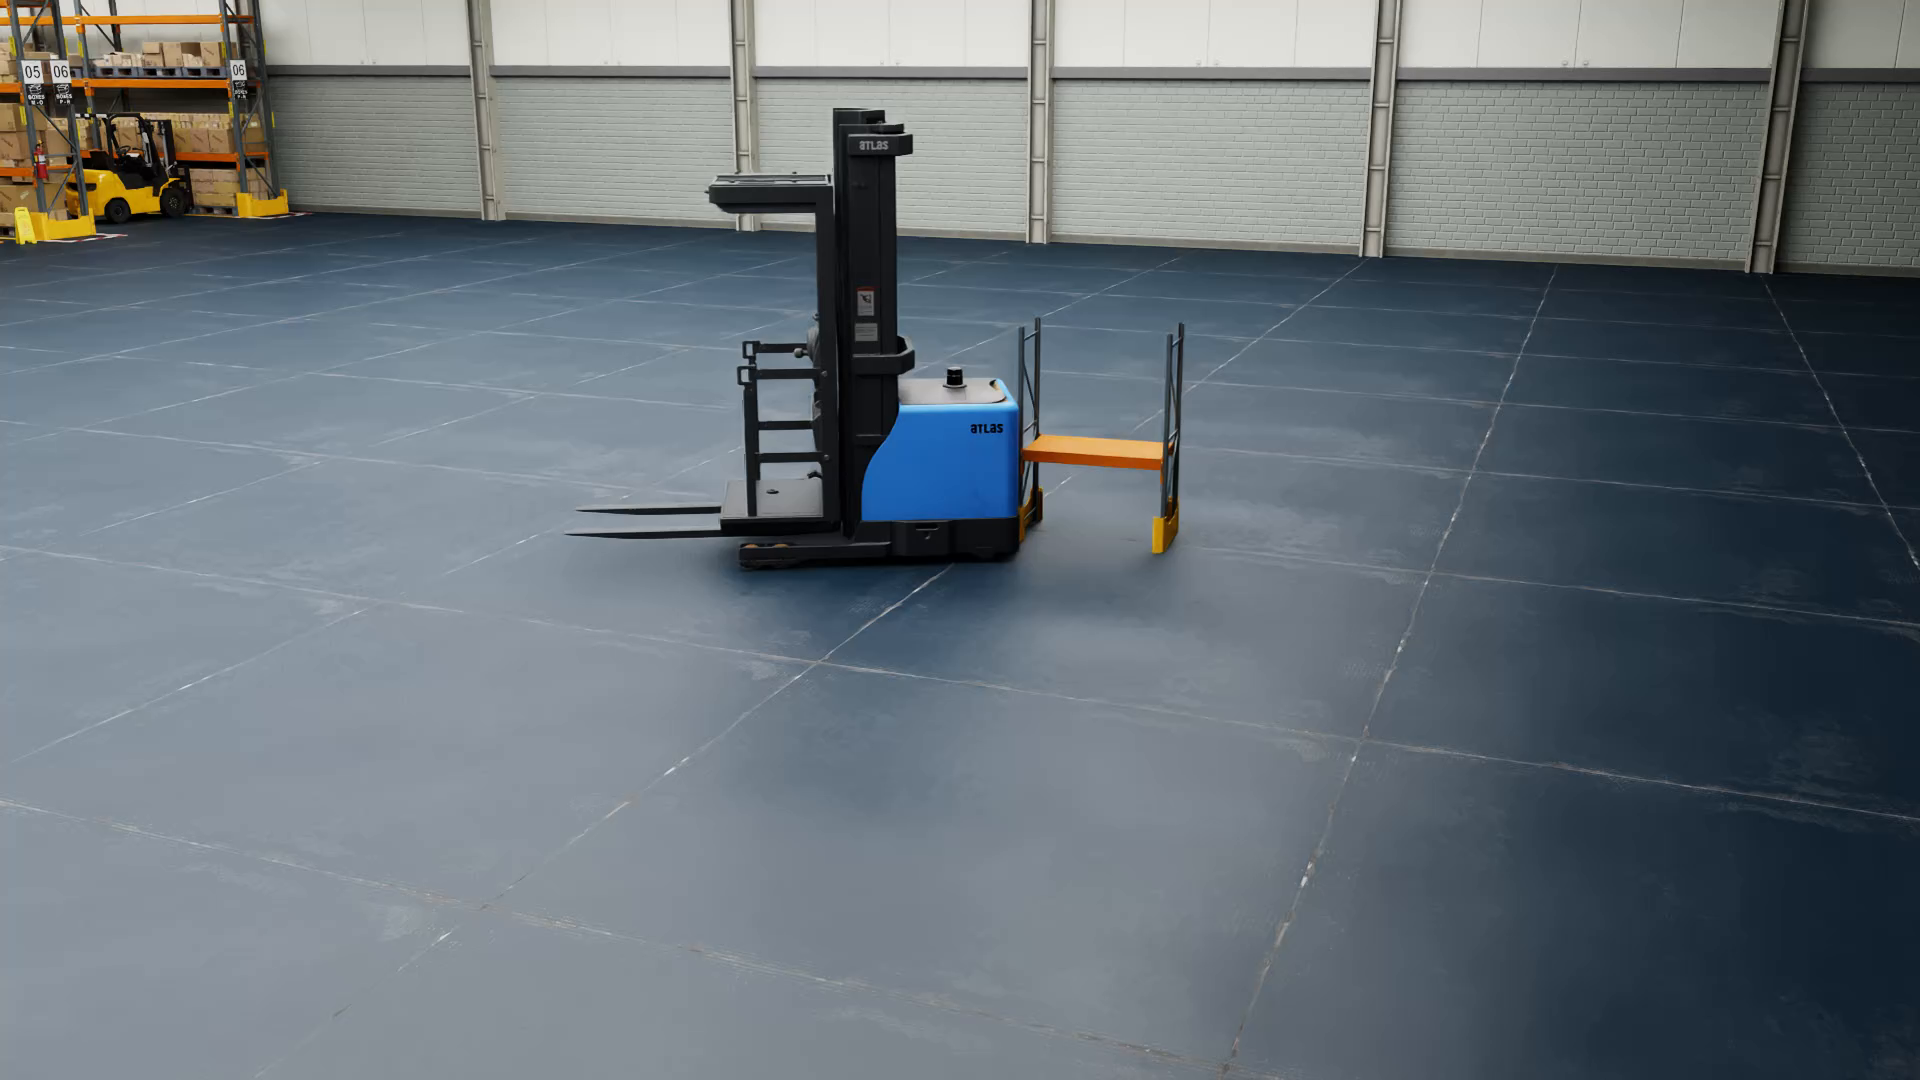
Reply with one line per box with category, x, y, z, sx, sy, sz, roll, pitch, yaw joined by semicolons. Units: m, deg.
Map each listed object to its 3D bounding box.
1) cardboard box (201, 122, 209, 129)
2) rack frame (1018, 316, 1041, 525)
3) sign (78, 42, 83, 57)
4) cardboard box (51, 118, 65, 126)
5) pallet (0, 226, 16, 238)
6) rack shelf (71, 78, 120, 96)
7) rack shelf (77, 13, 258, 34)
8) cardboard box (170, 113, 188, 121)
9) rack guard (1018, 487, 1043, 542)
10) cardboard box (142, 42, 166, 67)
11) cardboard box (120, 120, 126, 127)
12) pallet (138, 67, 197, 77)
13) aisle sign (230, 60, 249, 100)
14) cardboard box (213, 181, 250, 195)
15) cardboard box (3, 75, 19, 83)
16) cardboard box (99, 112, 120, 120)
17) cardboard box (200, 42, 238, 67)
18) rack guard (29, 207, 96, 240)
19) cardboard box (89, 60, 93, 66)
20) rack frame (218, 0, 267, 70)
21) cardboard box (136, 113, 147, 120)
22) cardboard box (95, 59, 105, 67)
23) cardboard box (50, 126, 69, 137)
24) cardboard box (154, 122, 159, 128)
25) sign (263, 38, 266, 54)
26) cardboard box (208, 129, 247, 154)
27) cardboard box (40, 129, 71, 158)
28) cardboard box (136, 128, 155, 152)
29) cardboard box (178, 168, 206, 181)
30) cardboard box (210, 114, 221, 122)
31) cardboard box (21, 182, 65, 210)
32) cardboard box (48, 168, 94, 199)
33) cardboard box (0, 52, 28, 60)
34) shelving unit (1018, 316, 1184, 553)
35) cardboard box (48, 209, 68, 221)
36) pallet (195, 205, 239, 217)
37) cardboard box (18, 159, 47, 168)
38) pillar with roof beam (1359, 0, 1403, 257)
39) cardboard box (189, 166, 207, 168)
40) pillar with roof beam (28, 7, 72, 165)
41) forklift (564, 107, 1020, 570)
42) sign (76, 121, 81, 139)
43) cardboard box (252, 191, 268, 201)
cardboard box;-15.877;-8.817;35.323;0.250;0.149;0.380;7;17;22
rack frame;0.483;-0.789;11.703;0.032;1.500;0.500;5;17;16
sign;-18.895;-10.542;35.733;0.005;0.325;0.100;6;17;21
cardboard box;-19.853;-9.233;36.756;0.250;0.149;0.380;6;17;19
pallet;-17.615;-5.907;31.644;1.213;0.211;1.003;6;17;21
rack shelf;-20.566;-10.143;37.142;4.000;0.370;1.077;6;17;21
rack shelf;-16.845;-10.982;35.371;4.000;0.370;1.077;6;17;21
cardboard box;-16.619;-9.023;35.498;0.250;0.149;0.380;7;17;22
rack guard;0.484;-0.189;11.877;0.087;0.250;0.587;5;17;16
cardboard box;-16.932;-10.357;35.470;0.637;0.503;0.797;7;18;22
cardboard box;-18.011;-9.057;36.147;0.250;0.149;0.380;6;17;21
pallet;-16.771;-10.036;35.641;1.213;0.211;1.003;6;17;21
aisle sign;-15.031;-9.600;34.698;0.004;0.787;0.394;6;17;21
cardboard box;-15.552;-7.524;35.494;0.500;0.250;0.500;6;17;20
cardboard box;-17.237;-8.430;30.403;0.250;0.149;0.380;6;17;21
cardboard box;-18.518;-9.236;36.232;0.250;0.149;0.380;7;17;22
cardboard box;-15.485;-10.155;34.780;0.500;0.500;0.500;7;18;22
rack guard;-16.873;-5.954;31.286;0.348;0.500;1.175;6;17;21
cardboard box;-19.423;-10.551;36.774;0.250;0.149;0.380;6;17;21
rack frame;-14.984;-11.315;34.510;0.127;3.000;1.000;6;17;21
cardboard box;-17.547;-9.137;35.889;0.250;0.149;0.380;6;17;20
cardboard box;-18.399;-10.288;35.871;0.250;0.149;0.380;7;17;22
cardboard box;-19.737;-9.046;36.826;0.500;0.250;0.500;6;17;19
cardboard box;-17.074;-8.939;35.741;0.250;0.149;0.380;6;17;19
sign;-14.775;-10.476;35.289;0.005;0.325;0.100;6;17;21
cardboard box;-15.538;-8.465;35.271;0.500;0.500;0.500;6;17;19
cardboard box;-17.141;-7.458;31.270;0.500;0.500;0.500;6;17;20
cardboard box;-17.426;-8.678;36.006;0.500;0.500;0.500;6;17;20
cardboard box;-16.477;-7.862;35.759;0.500;0.250;0.500;7;17;21
cardboard box;-15.636;-8.936;35.197;0.250;0.149;0.380;6;17;21
cardboard box;-17.473;-6.544;31.670;0.500;0.500;0.500;6;17;19
cardboard box;-19.914;-8.037;37.482;0.625;0.625;0.875;6;17;20
cardboard box;-17.225;-8.807;30.272;0.250;0.149;0.380;6;17;21
shelving unit;0.961;-0.749;11.564;1.083;1.500;0.587;5;17;16
cardboard box;-17.451;-6.182;31.767;0.500;0.250;0.500;6;17;20
pallet;-15.711;-7.163;35.967;1.213;0.211;1.003;6;17;21
cardboard box;-17.228;-7.009;30.886;0.250;0.149;0.380;7;18;22
pillar with roof beam;5.445;-8.049;23.258;0.400;9.000;9.100;6;17;21
cardboard box;-16.763;-8.052;36.415;0.500;0.250;0.500;6;17;20
pillar with roof beam;-22.462;-11.118;33.829;0.400;9.000;9.100;6;17;21
forklift;-1.146;-1.365;11.118;3.031;2.935;1.130;-1;16;-5
sign;-16.603;-7.703;31.275;0.005;0.325;0.100;6;17;21
cardboard box;-15.369;-7.416;36.019;0.500;0.250;0.500;6;17;21
